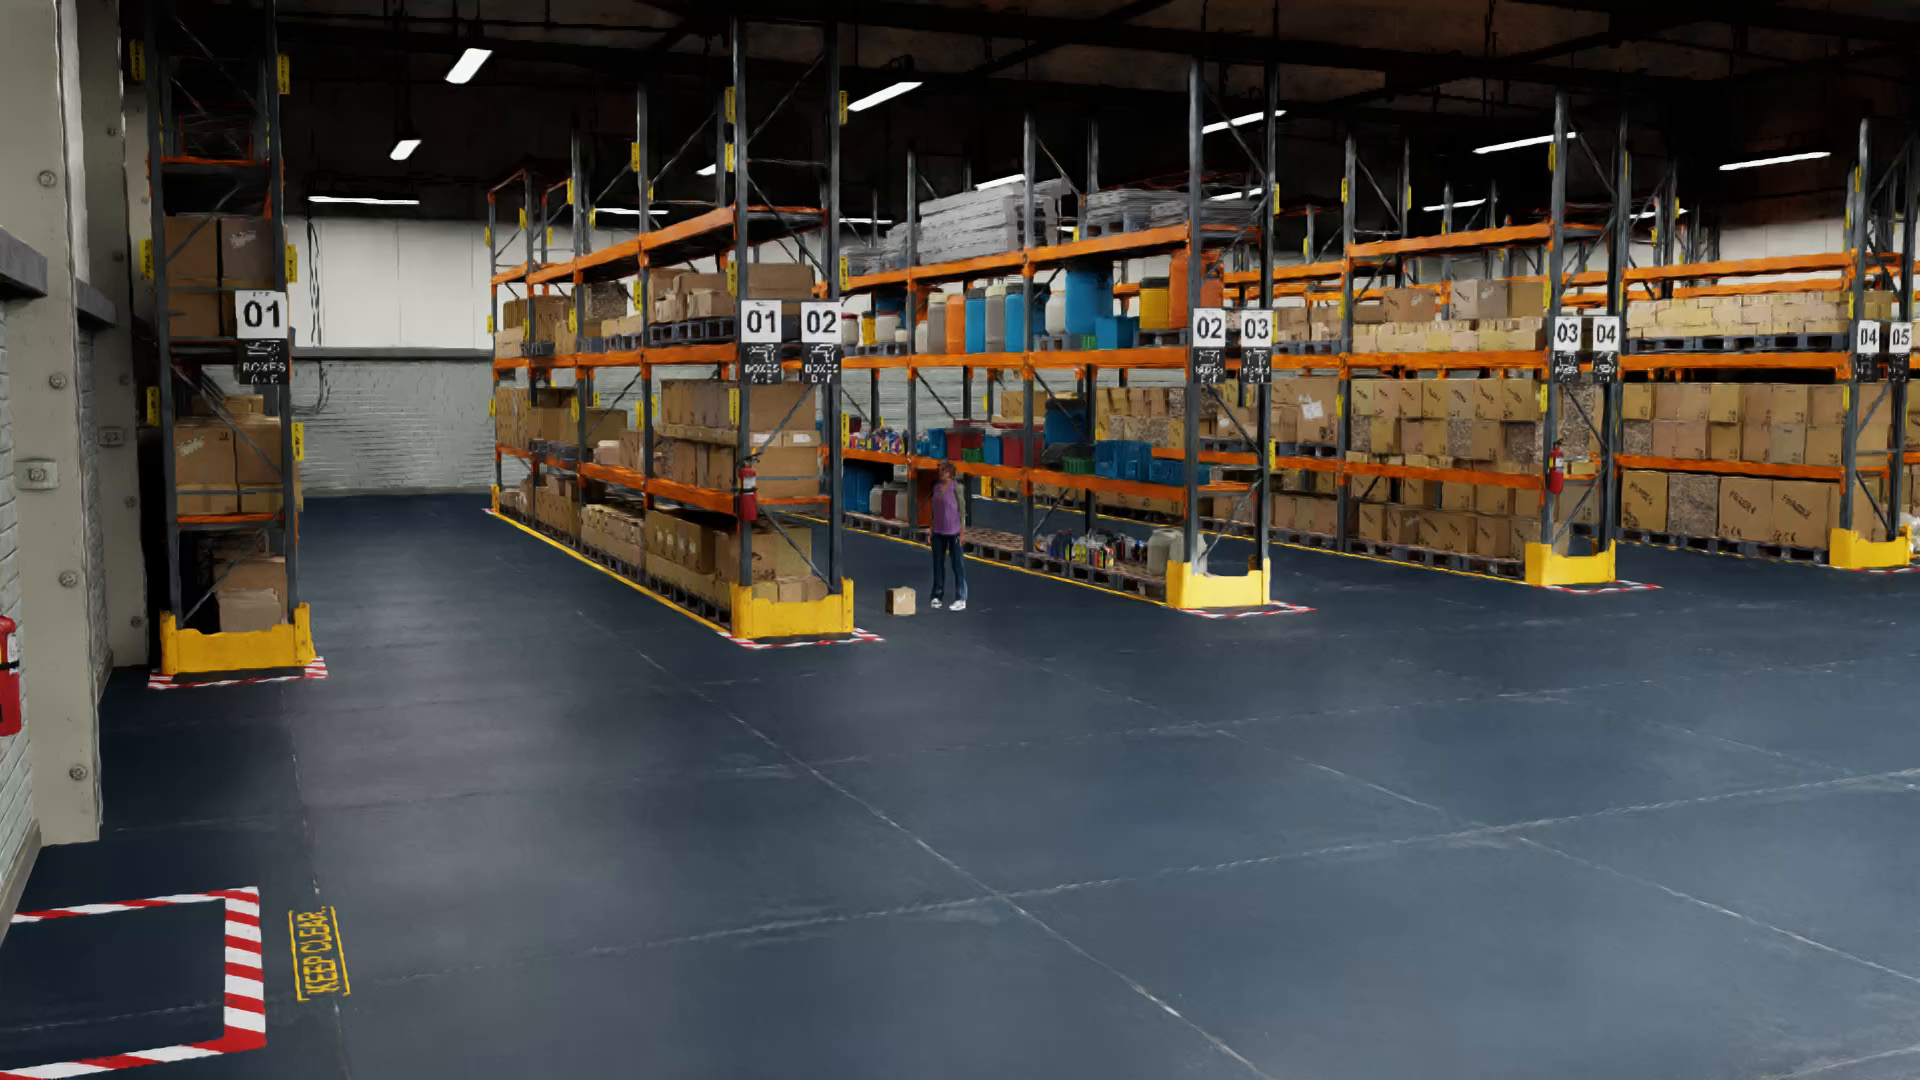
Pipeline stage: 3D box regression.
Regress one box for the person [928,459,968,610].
[{"bbox_3d":[-0.138,-0.065,17.664,0.469,1.600,0.365,4,7,38],"label":"person"}]
